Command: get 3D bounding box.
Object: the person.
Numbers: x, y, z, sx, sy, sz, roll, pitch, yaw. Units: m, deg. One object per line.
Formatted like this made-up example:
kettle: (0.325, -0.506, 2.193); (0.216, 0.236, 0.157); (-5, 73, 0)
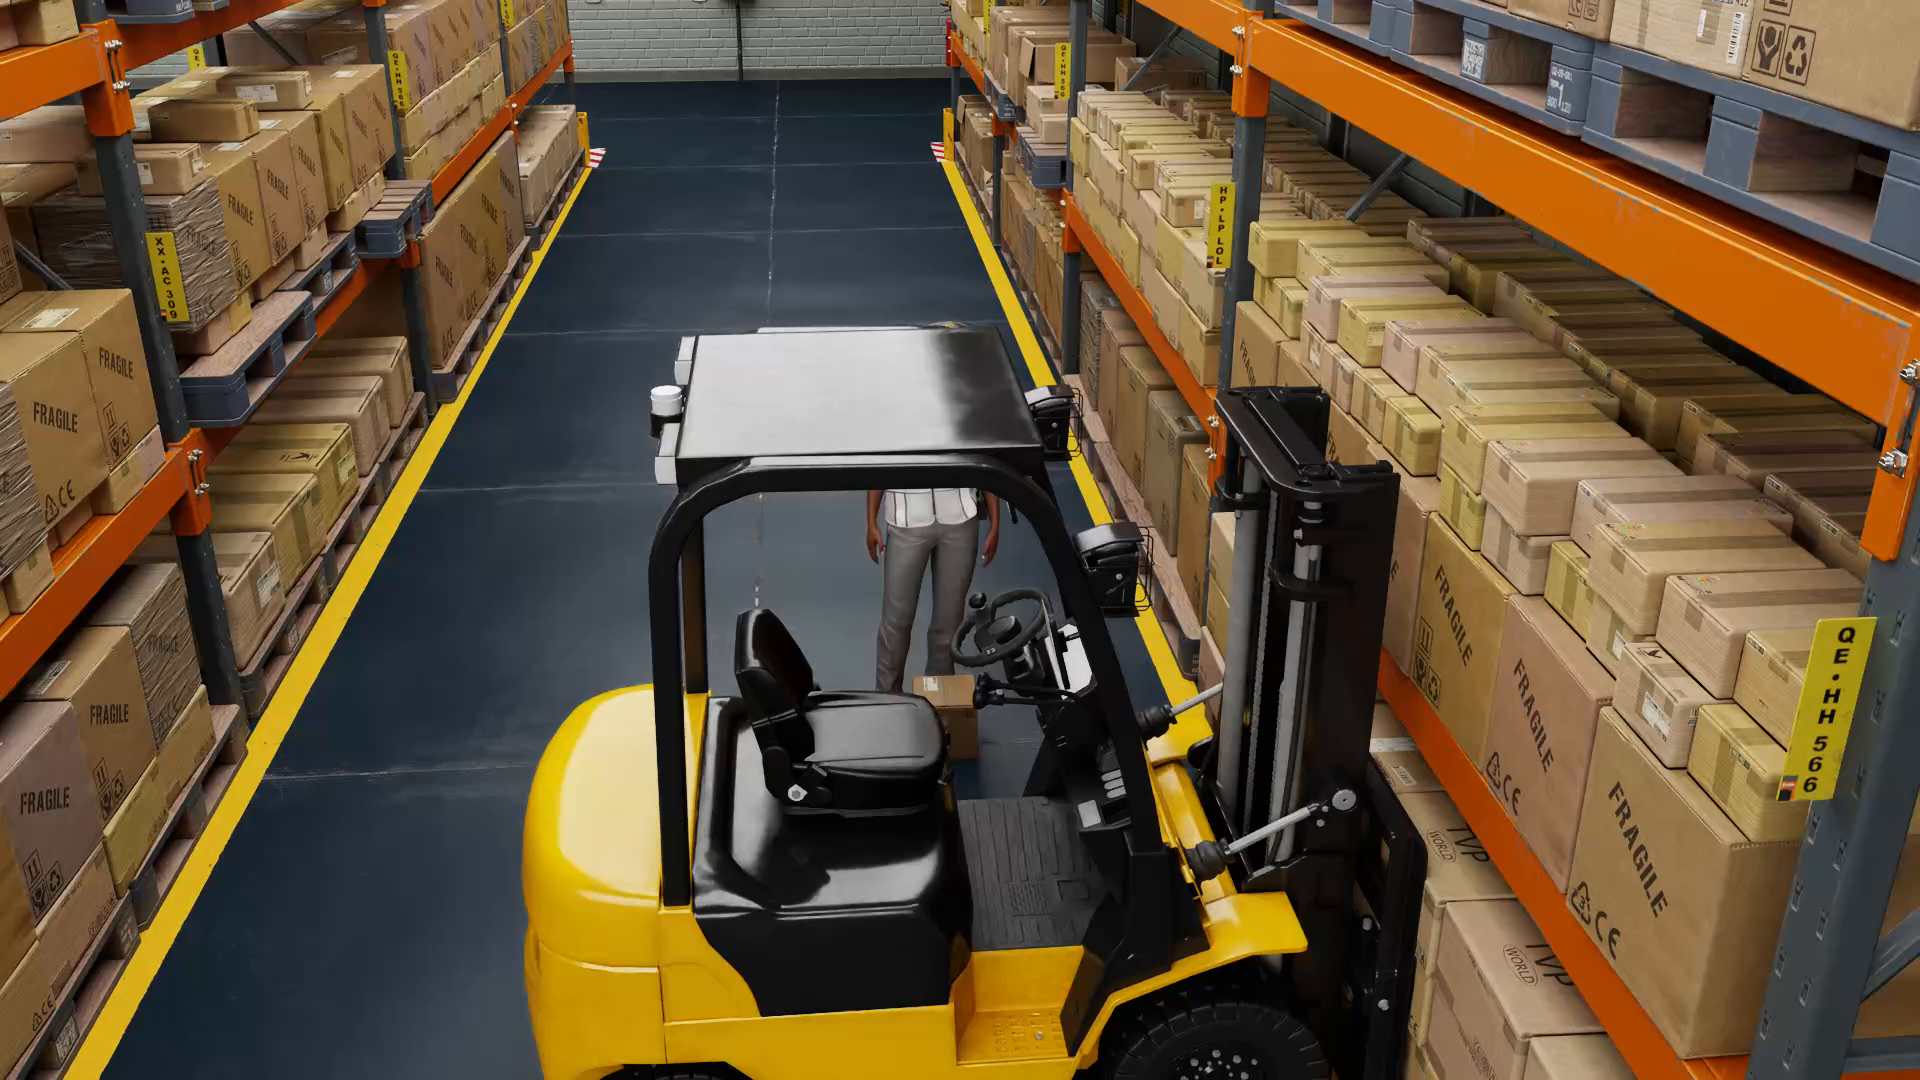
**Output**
person: (-0.116, -0.031, 6.607); (0.570, 1.696, 0.529); (-2, 24, -5)
